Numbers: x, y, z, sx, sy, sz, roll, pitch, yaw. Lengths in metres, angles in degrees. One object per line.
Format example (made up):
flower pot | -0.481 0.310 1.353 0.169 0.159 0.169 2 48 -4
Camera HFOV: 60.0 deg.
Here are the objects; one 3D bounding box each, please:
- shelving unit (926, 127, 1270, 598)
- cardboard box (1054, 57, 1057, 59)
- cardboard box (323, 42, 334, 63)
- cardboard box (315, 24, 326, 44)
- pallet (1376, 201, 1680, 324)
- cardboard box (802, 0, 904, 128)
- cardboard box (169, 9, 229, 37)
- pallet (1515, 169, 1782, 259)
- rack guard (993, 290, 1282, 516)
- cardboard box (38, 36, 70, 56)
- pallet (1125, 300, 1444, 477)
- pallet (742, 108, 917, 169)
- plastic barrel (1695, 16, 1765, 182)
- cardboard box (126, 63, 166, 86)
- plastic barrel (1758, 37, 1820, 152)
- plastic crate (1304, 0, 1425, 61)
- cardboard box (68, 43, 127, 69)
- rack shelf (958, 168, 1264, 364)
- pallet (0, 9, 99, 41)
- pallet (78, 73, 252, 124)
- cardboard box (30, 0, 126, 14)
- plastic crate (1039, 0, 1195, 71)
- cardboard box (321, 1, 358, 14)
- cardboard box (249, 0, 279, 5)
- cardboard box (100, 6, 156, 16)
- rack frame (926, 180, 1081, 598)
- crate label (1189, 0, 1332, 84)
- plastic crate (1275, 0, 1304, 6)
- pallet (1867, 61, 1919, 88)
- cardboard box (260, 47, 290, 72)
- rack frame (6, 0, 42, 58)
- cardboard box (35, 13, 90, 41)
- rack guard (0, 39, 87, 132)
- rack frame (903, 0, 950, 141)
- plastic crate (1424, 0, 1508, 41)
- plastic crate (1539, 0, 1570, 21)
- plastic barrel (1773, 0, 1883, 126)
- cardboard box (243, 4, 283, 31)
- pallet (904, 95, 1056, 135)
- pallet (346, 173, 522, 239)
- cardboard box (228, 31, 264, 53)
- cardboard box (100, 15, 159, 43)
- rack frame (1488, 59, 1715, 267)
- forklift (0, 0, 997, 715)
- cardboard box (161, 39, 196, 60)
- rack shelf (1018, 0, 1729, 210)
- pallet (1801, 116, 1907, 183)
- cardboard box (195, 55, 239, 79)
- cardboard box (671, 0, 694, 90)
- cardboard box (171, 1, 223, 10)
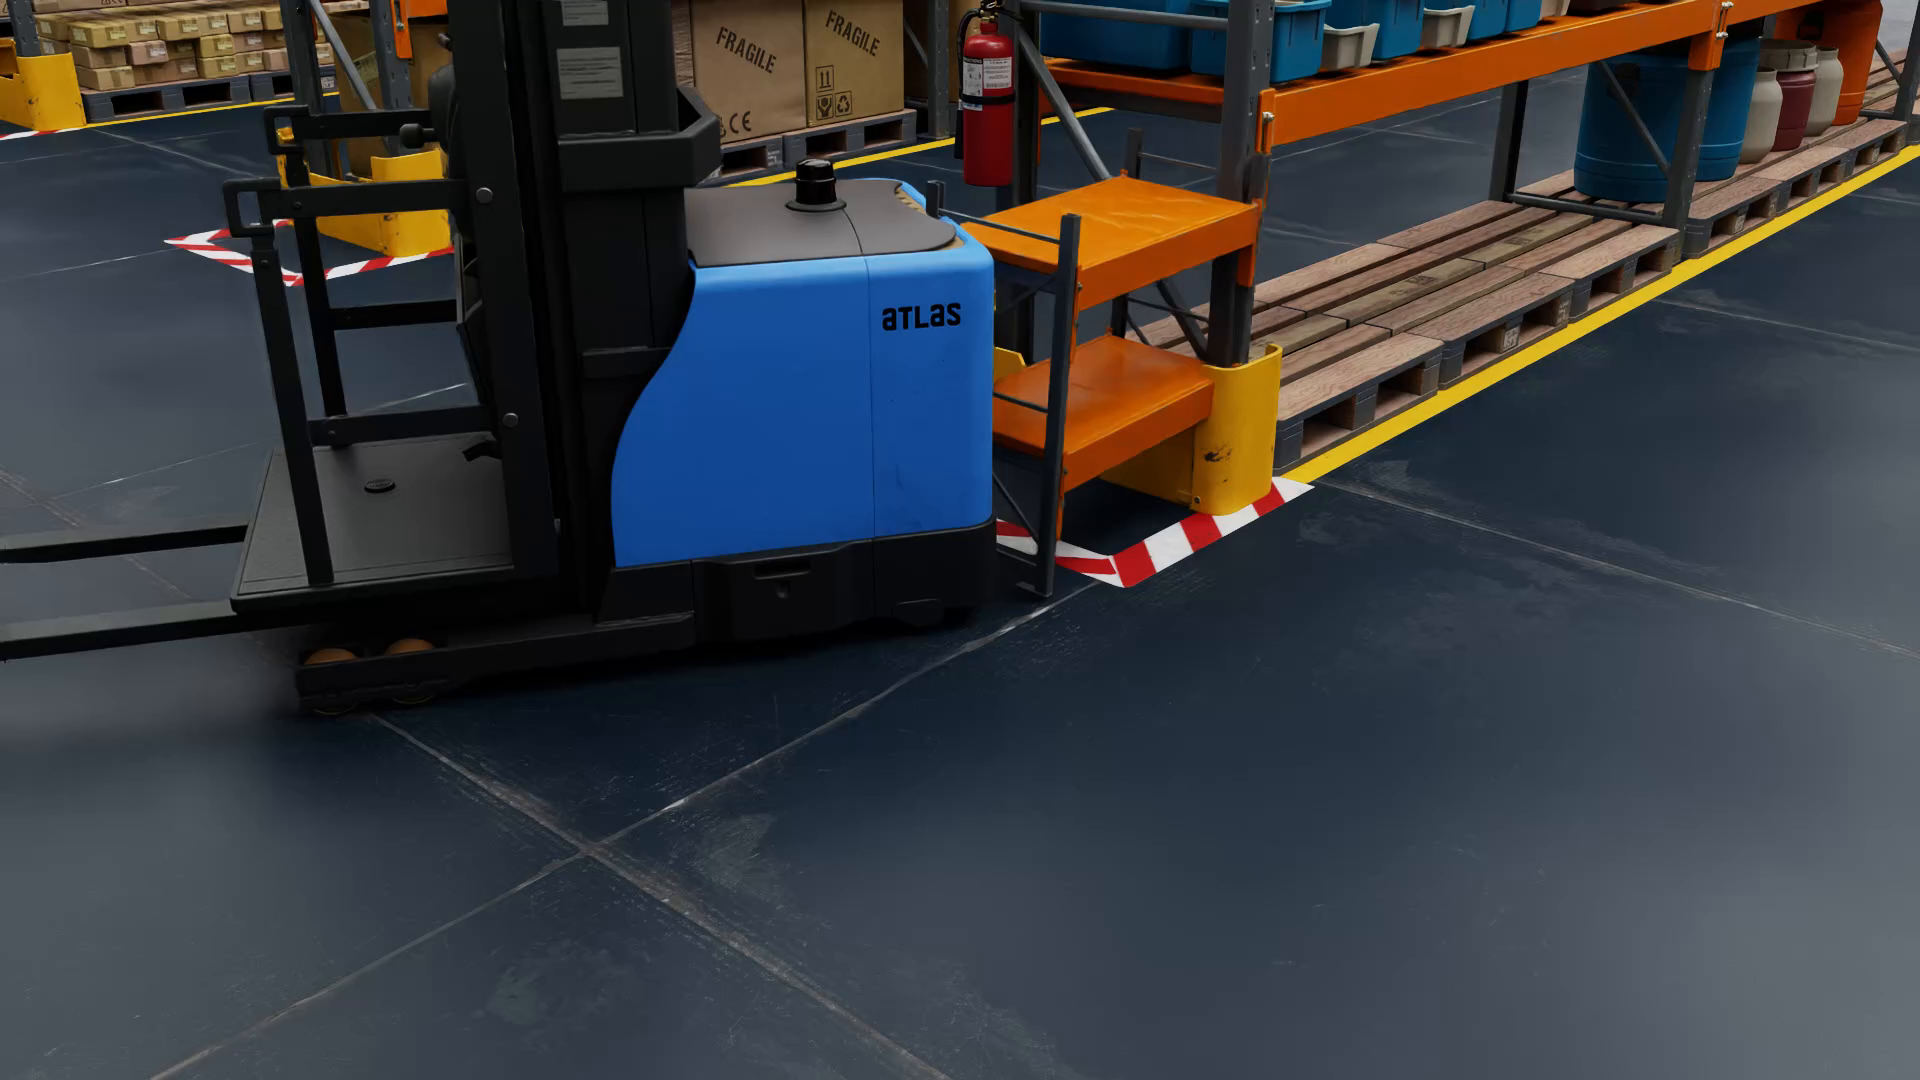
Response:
shelving unit | 0.403 -0.580 5.086 0.538 1.125 1.048 21 32 33
cardboard box | 0.524 -3.925 12.421 1.225 0.875 0.875 19 30 36
cardboard box | -5.033 -3.917 13.290 0.380 0.149 0.250 21 32 38
cardboard box | -5.221 -4.008 13.130 0.380 0.149 0.250 22 32 40
pallet | 2.742 -1.370 8.048 1.003 0.211 1.213 20 31 38
cardboard box | -0.984 -3.273 10.967 0.875 0.875 0.875 20 31 38
cardboard box | -5.716 -3.882 12.486 0.380 0.149 0.250 18 30 35
pallet | 3.750 -1.829 9.071 1.003 0.211 1.213 20 31 38
rack guard | 0.528 -0.507 5.770 1.175 0.500 0.348 20 31 38
cardboard box | -6.640 -3.662 12.358 0.380 0.149 0.250 19 30 36
pallet | 1.114 -0.627 6.390 1.003 0.211 1.213 20 31 38
pallet | -1.050 -2.747 11.119 1.003 0.211 1.213 20 31 38
plastic barrel | 4.053 -2.488 9.185 0.600 0.901 0.708 20 31 38
cardboard box | -6.078 -3.461 12.275 0.380 0.149 0.250 20 31 37
plastic barrel | 4.806 -2.690 10.016 0.600 0.588 0.708 20 31 38
plastic crate | 1.384 -1.796 5.720 0.416 0.233 0.300 20 31 38
cardboard box | -6.239 -3.512 12.025 0.380 0.149 0.250 22 32 40
rack shelf | 0.416 -0.842 4.956 0.538 0.278 1.000 21 32 33
pallet | -9.244 -5.080 16.321 1.003 0.211 1.213 20 31 38
pallet | -6.161 -3.385 12.541 1.003 0.211 1.213 20 31 38
cardboard box | -8.960 -5.523 16.521 0.875 0.438 0.875 19 30 36
plastic crate | 0.619 -1.855 5.605 0.616 0.435 0.499 20 31 38
cardboard box | -4.970 -4.180 13.151 0.380 0.149 0.250 19 30 36
cardboard box | -5.557 -4.260 13.328 0.380 0.149 0.250 20 31 38
cardboard box | -6.327 -3.963 12.668 0.380 0.149 0.250 19 31 36
rack frame | 0.088 -0.416 4.722 0.500 1.125 0.032 21 32 33
crate label | 0.944 -1.595 5.272 0.416 0.233 0.303 20 31 38
plastic crate | 1.148 -1.948 6.177 0.396 0.136 0.243 20 31 38
pallet | 7.234 -3.419 12.618 1.003 0.211 1.213 20 31 38
cardboard box | -5.335 -3.743 12.902 0.380 0.149 0.250 18 30 35
rack frame | -6.780 -4.396 11.389 1.000 3.000 0.127 20 31 38
cardboard box | -6.616 -3.789 12.278 0.380 0.149 0.250 21 31 38
rack guard | -6.729 -3.279 11.952 1.175 0.500 0.348 20 31 38
rack frame | -0.484 -4.230 11.018 1.000 3.000 0.127 20 31 38
plastic crate | 1.823 -1.996 6.167 0.416 0.233 0.300 20 31 38
plastic crate | 2.266 -2.172 6.677 0.293 0.136 0.466 20 31 38
plastic barrel | 5.560 -3.144 10.735 0.600 0.830 0.708 20 31 38
cardboard box | -5.314 -4.032 12.820 0.380 0.149 0.250 21 31 38
pallet | -0.025 -3.213 12.158 1.003 0.211 1.213 20 31 38
pallet | -2.679 -2.004 9.461 1.003 0.211 1.213 20 31 38
cardboard box | -5.559 -3.834 12.743 0.380 0.149 0.250 18 30 35
cardboard box | -6.083 -3.742 12.174 0.380 0.149 0.250 21 31 38
rack frame | 3.204 -2.877 8.001 1.000 3.000 0.127 20 31 38
forklift | -1.472 -1.131 4.189 3.031 2.935 1.130 -7 25 -15
cardboard box | -5.917 -3.679 12.397 0.380 0.149 0.250 21 31 38
rack shelf | 1.869 -1.940 6.789 1.077 0.370 4.000 20 31 38
pallet | 5.379 -2.572 10.729 1.003 0.211 1.213 20 31 38
cardboard box | -5.665 -3.587 12.555 0.380 0.149 0.250 21 31 38
cardboard box | -2.179 -2.727 9.750 0.875 0.875 0.875 20 31 38
cardboard box | -5.969 -4.122 13.021 0.380 0.149 0.250 22 32 39
